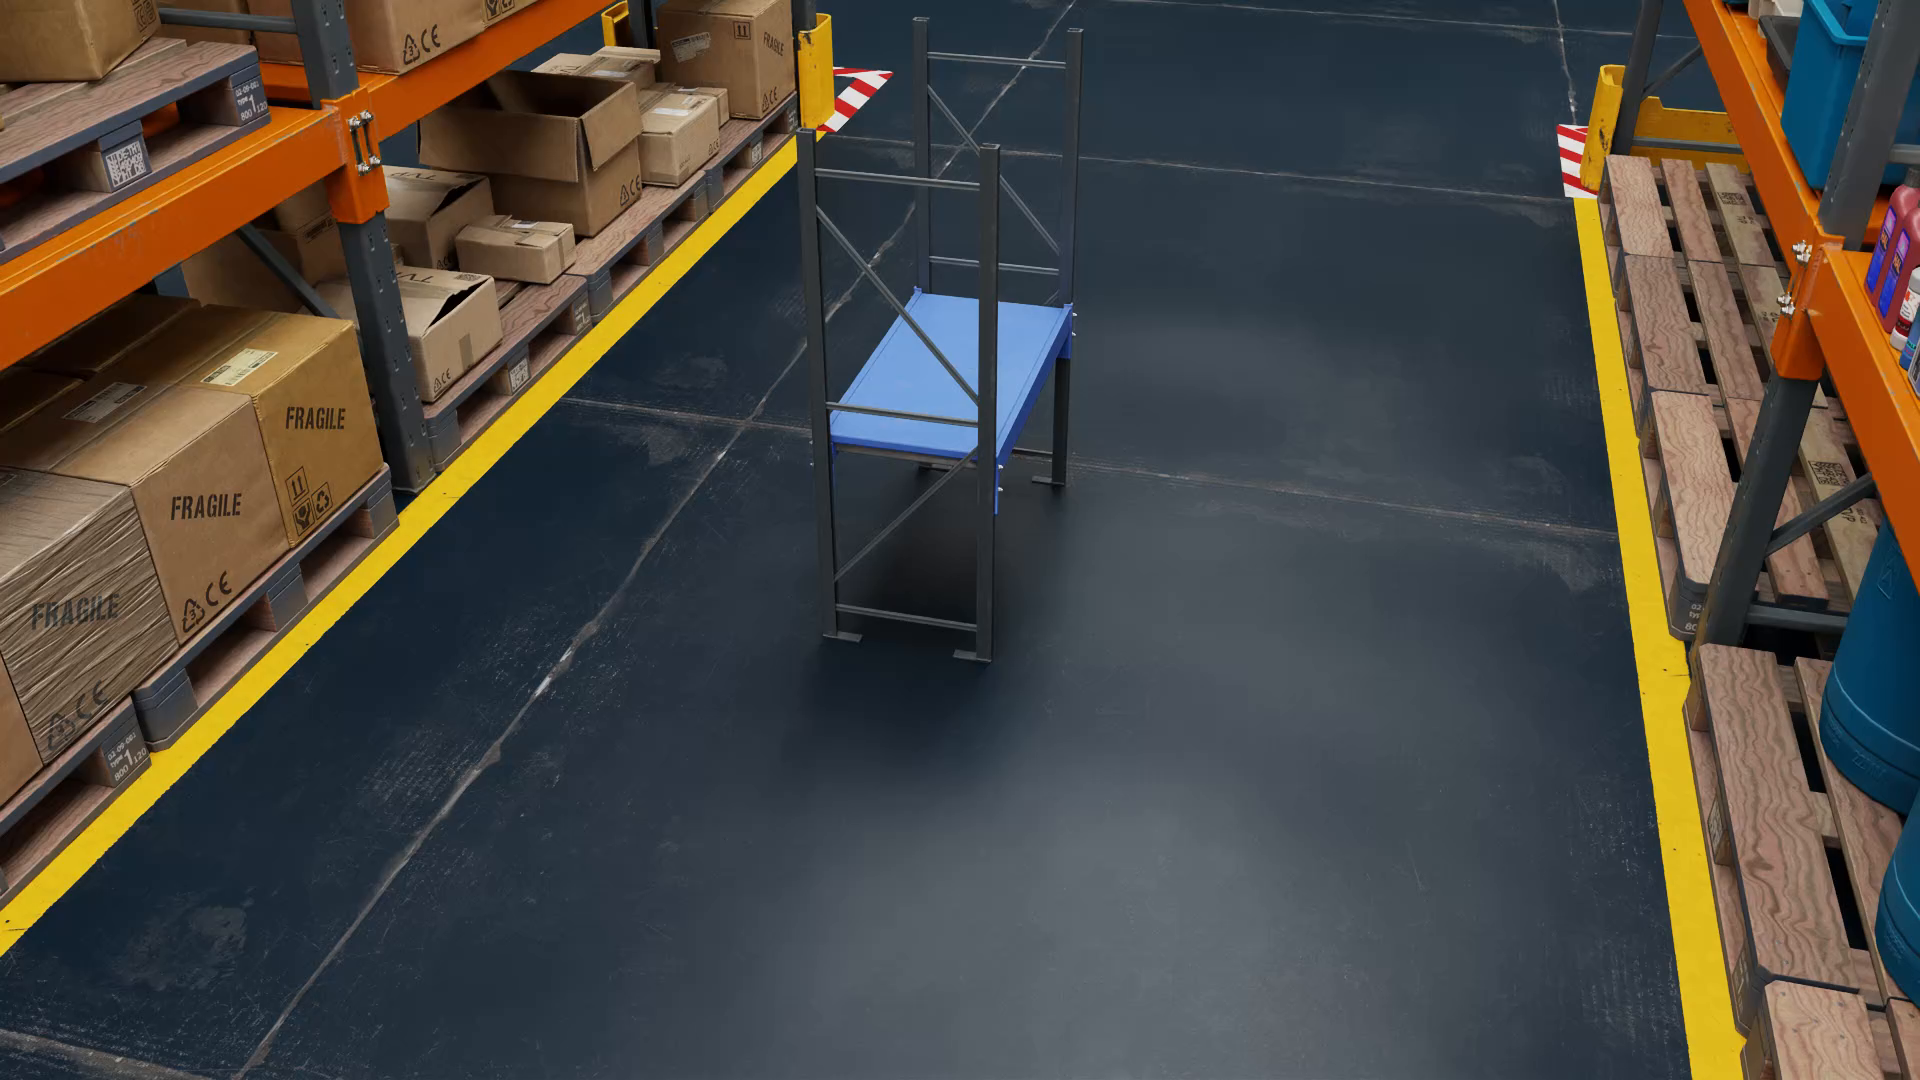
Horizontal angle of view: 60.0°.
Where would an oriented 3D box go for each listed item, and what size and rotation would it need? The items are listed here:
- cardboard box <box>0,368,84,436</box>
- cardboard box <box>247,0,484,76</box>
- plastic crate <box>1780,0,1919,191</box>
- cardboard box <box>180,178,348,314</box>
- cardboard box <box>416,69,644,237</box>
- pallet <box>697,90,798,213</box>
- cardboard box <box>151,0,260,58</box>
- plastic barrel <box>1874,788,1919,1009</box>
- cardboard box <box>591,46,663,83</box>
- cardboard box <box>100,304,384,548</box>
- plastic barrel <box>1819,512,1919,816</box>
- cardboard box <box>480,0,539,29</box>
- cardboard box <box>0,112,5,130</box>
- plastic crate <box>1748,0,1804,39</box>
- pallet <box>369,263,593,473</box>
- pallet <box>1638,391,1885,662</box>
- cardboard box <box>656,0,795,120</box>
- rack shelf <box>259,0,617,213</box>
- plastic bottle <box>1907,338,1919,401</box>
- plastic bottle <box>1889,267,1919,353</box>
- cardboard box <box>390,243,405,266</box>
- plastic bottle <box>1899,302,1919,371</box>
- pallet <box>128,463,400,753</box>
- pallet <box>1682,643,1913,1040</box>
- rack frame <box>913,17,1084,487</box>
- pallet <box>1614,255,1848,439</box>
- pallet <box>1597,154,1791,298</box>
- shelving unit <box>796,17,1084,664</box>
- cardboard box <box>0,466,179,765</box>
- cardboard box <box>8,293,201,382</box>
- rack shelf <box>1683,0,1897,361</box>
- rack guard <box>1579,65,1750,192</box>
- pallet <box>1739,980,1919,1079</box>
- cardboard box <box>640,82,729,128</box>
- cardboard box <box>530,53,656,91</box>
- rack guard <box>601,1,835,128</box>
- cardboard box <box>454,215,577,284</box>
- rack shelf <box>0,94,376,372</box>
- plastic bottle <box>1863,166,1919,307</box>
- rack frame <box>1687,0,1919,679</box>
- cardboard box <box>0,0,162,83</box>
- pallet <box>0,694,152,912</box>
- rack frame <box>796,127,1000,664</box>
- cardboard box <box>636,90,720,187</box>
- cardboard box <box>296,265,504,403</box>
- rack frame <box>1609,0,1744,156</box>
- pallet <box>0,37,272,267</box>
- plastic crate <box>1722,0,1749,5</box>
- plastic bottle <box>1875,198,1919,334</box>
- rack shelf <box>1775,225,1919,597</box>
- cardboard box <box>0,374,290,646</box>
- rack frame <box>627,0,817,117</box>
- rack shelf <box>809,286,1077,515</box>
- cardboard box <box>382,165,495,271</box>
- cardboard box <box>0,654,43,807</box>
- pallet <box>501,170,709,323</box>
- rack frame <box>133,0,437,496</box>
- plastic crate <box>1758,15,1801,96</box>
[{"bbox_3d":[-2.737,-0.145,4.603,0.500,0.500,0.500,8,33,13],"label":"cardboard box"},{"bbox_3d":[-1.861,-1.780,5.161,0.500,0.500,0.500,9,34,14],"label":"cardboard box"},{"bbox_3d":[2.325,-1.142,4.209,0.392,0.384,0.575,8,33,12],"label":"plastic crate"},{"bbox_3d":[-2.383,-0.976,5.909,0.500,0.500,0.500,8,33,12],"label":"cardboard box"},{"bbox_3d":[-1.782,-1.618,6.917,0.797,0.503,0.637,8,33,12],"label":"cardboard box"},{"bbox_3d":[-1.459,-1.956,8.131,1.003,0.211,1.213,8,33,12],"label":"pallet"},{"bbox_3d":[-2.375,-1.847,5.267,0.500,0.500,0.500,9,33,13],"label":"cardboard box"},{"bbox_3d":[2.203,0.521,3.198,0.600,0.901,0.708,8,33,12],"label":"plastic barrel"},{"bbox_3d":[-1.677,-2.398,8.474,0.380,0.149,0.250,8,33,12],"label":"cardboard box"},{"bbox_3d":[-2.102,-0.346,4.919,0.500,0.500,0.500,8,33,12],"label":"cardboard box"},{"bbox_3d":[2.382,0.154,3.776,0.600,0.901,0.708,8,33,12],"label":"plastic barrel"},{"bbox_3d":[-1.734,-2.046,5.580,0.500,0.500,0.500,9,33,13],"label":"cardboard box"},{"bbox_3d":[-2.703,-1.149,3.777,0.700,0.500,0.500,13,35,20],"label":"cardboard box"},{"bbox_3d":[2.688,-1.693,5.307,0.293,0.136,0.466,8,33,12],"label":"plastic crate"},{"bbox_3d":[-2.078,-0.690,6.139,1.003,0.211,1.213,8,33,12],"label":"pallet"},{"bbox_3d":[2.686,-0.044,5.123,1.003,0.211,1.213,8,33,12],"label":"pallet"},{"bbox_3d":[-1.138,-2.401,8.152,0.500,0.500,0.500,8,33,12],"label":"cardboard box"},{"bbox_3d":[-1.746,-2.245,6.656,1.077,0.370,4.000,8,33,12],"label":"rack shelf"},{"bbox_3d":[1.958,-0.404,3.205,0.152,0.276,0.135,8,33,12],"label":"plastic bottle"},{"bbox_3d":[1.986,-0.487,3.405,0.097,0.201,0.097,0,32,0],"label":"plastic bottle"},{"bbox_3d":[-2.346,-1.030,6.322,0.380,0.149,0.250,8,33,12],"label":"cardboard box"},{"bbox_3d":[1.961,-0.466,3.307,0.097,0.271,0.097,0,32,0],"label":"plastic bottle"},{"bbox_3d":[-2.423,0.093,4.906,1.003,0.211,1.213,8,33,12],"label":"pallet"},{"bbox_3d":[2.301,0.737,3.894,1.003,0.211,1.213,8,33,12],"label":"pallet"},{"bbox_3d":[0.107,-0.852,5.193,0.500,1.500,0.032,8,33,12],"label":"rack frame"},{"bbox_3d":[2.993,-0.680,6.122,1.003,0.211,1.213,8,33,12],"label":"pallet"},{"bbox_3d":[3.305,-1.311,7.115,1.003,0.211,1.213,8,33,12],"label":"pallet"},{"bbox_3d":[-0.022,-0.589,4.778,0.538,1.500,1.048,8,33,12],"label":"shelving unit"},{"bbox_3d":[-2.363,0.169,4.108,0.500,0.500,0.500,8,33,13],"label":"cardboard box"},{"bbox_3d":[-2.612,-0.424,5.040,0.500,0.500,0.500,7,33,10],"label":"cardboard box"},{"bbox_3d":[3.044,-1.569,5.592,1.077,0.370,4.000,8,33,12],"label":"rack shelf"},{"bbox_3d":[3.545,-1.869,7.725,1.175,0.500,0.348,8,33,12],"label":"rack guard"},{"bbox_3d":[1.993,1.372,2.895,1.003,0.211,1.213,8,33,12],"label":"pallet"},{"bbox_3d":[-1.328,-2.063,7.930,0.380,0.166,0.250,8,33,12],"label":"cardboard box"},{"bbox_3d":[-1.778,-2.109,7.924,0.500,0.250,0.500,8,33,12],"label":"cardboard box"},{"bbox_3d":[-1.258,-2.492,8.704,1.175,0.500,0.348,8,33,12],"label":"rack guard"},{"bbox_3d":[-1.728,-1.139,6.477,0.380,0.166,0.250,8,33,12],"label":"cardboard box"},{"bbox_3d":[-2.761,-0.169,3.391,1.077,0.370,4.000,8,33,12],"label":"rack shelf"},{"bbox_3d":[2.031,-0.653,3.590,0.061,0.283,0.133,8,33,12],"label":"plastic bottle"},{"bbox_3d":[2.537,-0.834,3.767,1.000,3.000,0.127,8,33,12],"label":"rack frame"},{"bbox_3d":[-2.590,-1.515,4.352,0.700,0.500,0.500,-3,33,-4],"label":"cardboard box"},{"bbox_3d":[-2.731,0.728,3.907,1.003,0.211,1.213,8,33,12],"label":"pallet"},{"bbox_3d":[-0.151,-0.325,4.363,0.500,1.500,0.032,8,33,12],"label":"rack frame"},{"bbox_3d":[-1.408,-1.807,7.450,0.500,0.250,0.500,8,33,12],"label":"cardboard box"},{"bbox_3d":[-1.938,-0.750,5.730,0.500,0.311,0.500,8,33,12],"label":"cardboard box"},{"bbox_3d":[3.552,-2.910,7.032,1.000,3.000,0.127,8,33,12],"label":"rack frame"},{"bbox_3d":[-2.562,-1.030,4.253,1.003,0.211,1.213,8,33,12],"label":"pallet"},{"bbox_3d":[2.760,-1.942,5.610,0.416,0.233,0.300,8,33,12],"label":"plastic crate"},{"bbox_3d":[1.997,-0.584,3.481,0.061,0.283,0.133,8,33,12],"label":"plastic bottle"},{"bbox_3d":[2.029,0.507,2.327,1.077,0.370,4.000,8,33,12],"label":"rack shelf"},{"bbox_3d":[-2.235,-0.091,4.517,0.500,0.500,0.500,8,33,13],"label":"cardboard box"},{"bbox_3d":[-1.238,-3.586,8.096,1.000,3.000,0.127,8,33,12],"label":"rack frame"},{"bbox_3d":[-0.022,-0.437,4.875,0.538,0.185,1.000,8,33,12],"label":"rack shelf"},{"bbox_3d":[-2.193,-1.285,6.572,0.500,0.311,0.500,8,33,12],"label":"cardboard box"},{"bbox_3d":[-2.490,0.433,3.692,0.500,0.500,0.500,7,33,11],"label":"cardboard box"},{"bbox_3d":[-1.771,-1.325,7.138,1.003,0.211,1.213,8,33,12],"label":"pallet"},{"bbox_3d":[-2.254,-1.511,4.830,1.000,3.000,0.127,8,33,12],"label":"rack frame"},{"bbox_3d":[2.561,-1.361,4.795,0.437,0.125,0.590,8,33,12],"label":"plastic crate"}]
